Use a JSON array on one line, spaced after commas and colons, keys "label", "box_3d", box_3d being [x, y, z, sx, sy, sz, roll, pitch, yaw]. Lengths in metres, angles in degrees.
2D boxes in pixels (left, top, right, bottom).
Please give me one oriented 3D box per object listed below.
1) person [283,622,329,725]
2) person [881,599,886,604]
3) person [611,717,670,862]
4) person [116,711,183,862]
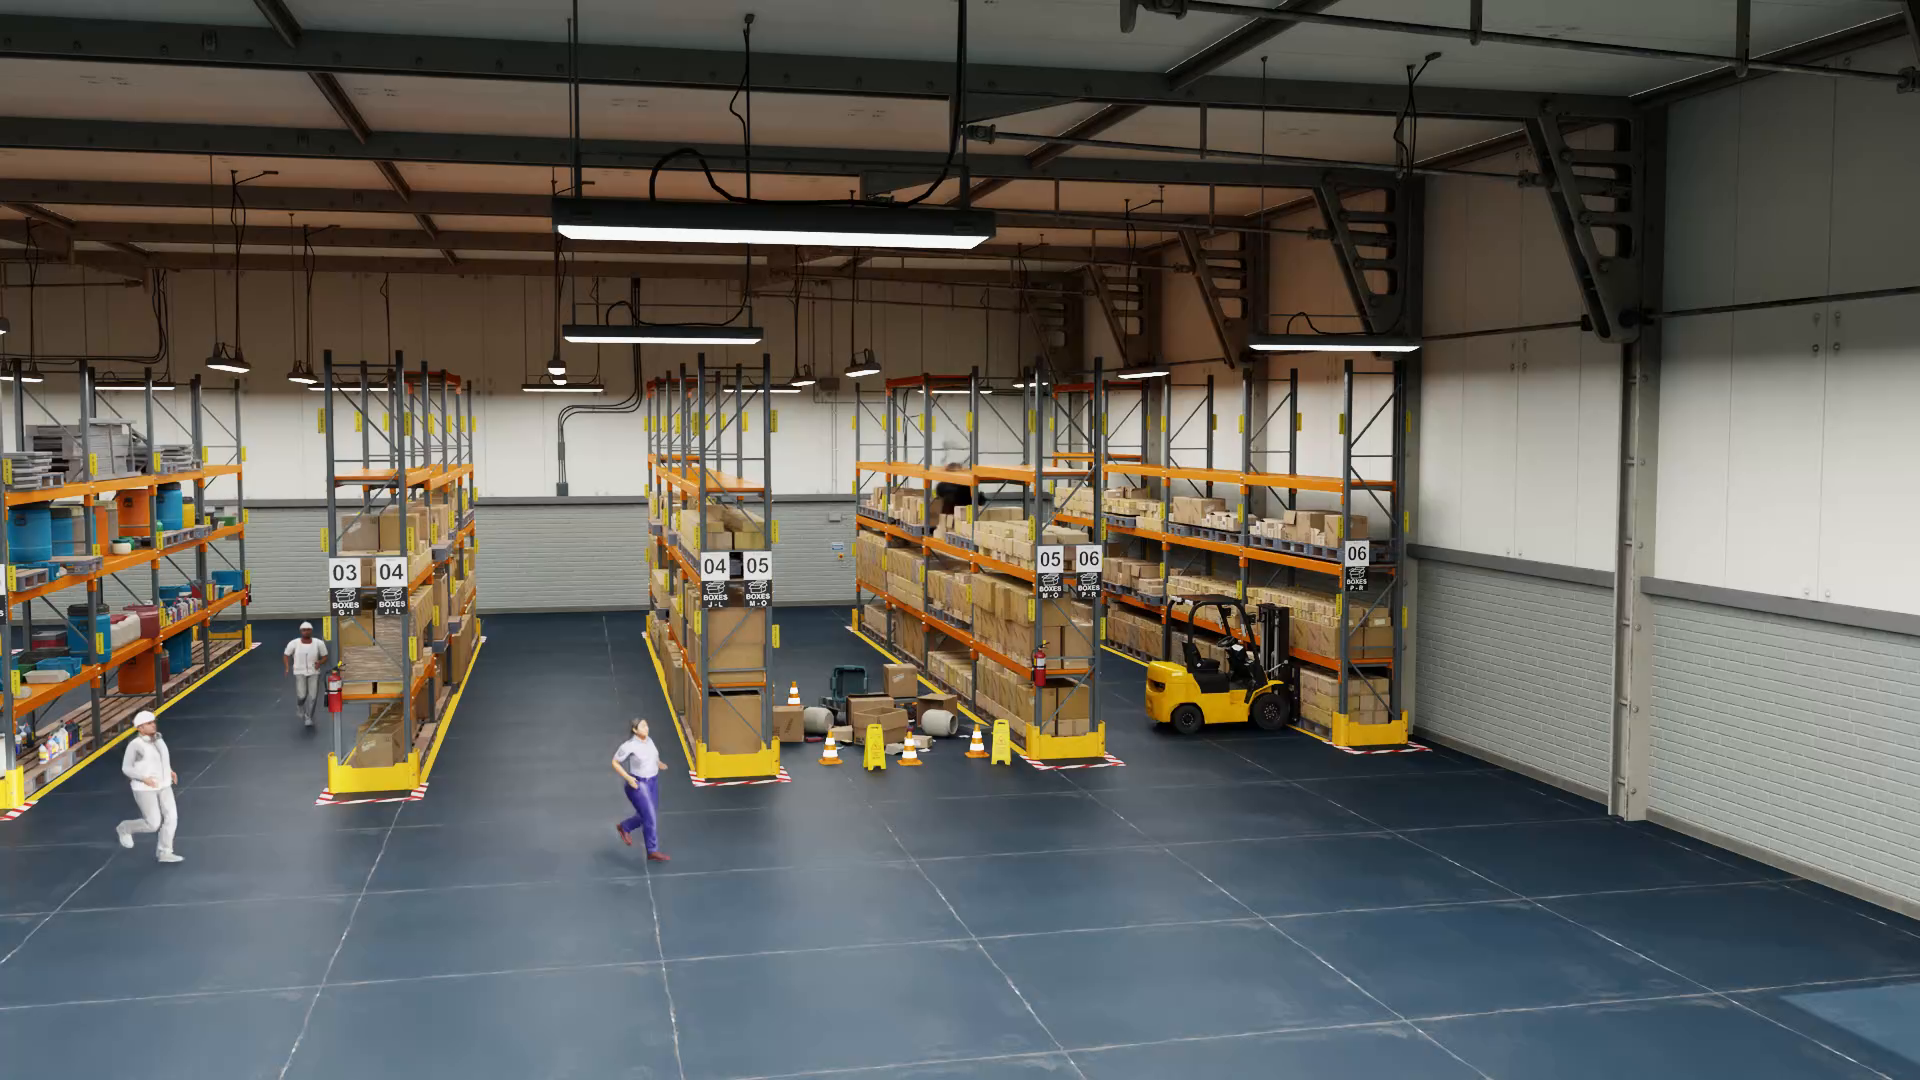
[{"label": "person", "box_3d": [-10.828, 2.224, 27.569, 0.698, 1.718, 0.549, -2, 4, -24]}, {"label": "person", "box_3d": [-1.766, 1.273, 41.882, 0.739, 1.624, 0.880, 1, 4, 12]}, {"label": "person", "box_3d": [-3.692, 2.853, 19.200, 0.862, 1.617, 0.619, 2, 4, 28]}, {"label": "person", "box_3d": [-9.261, 2.822, 19.048, 0.808, 1.737, 0.677, 1, 4, 18]}]
